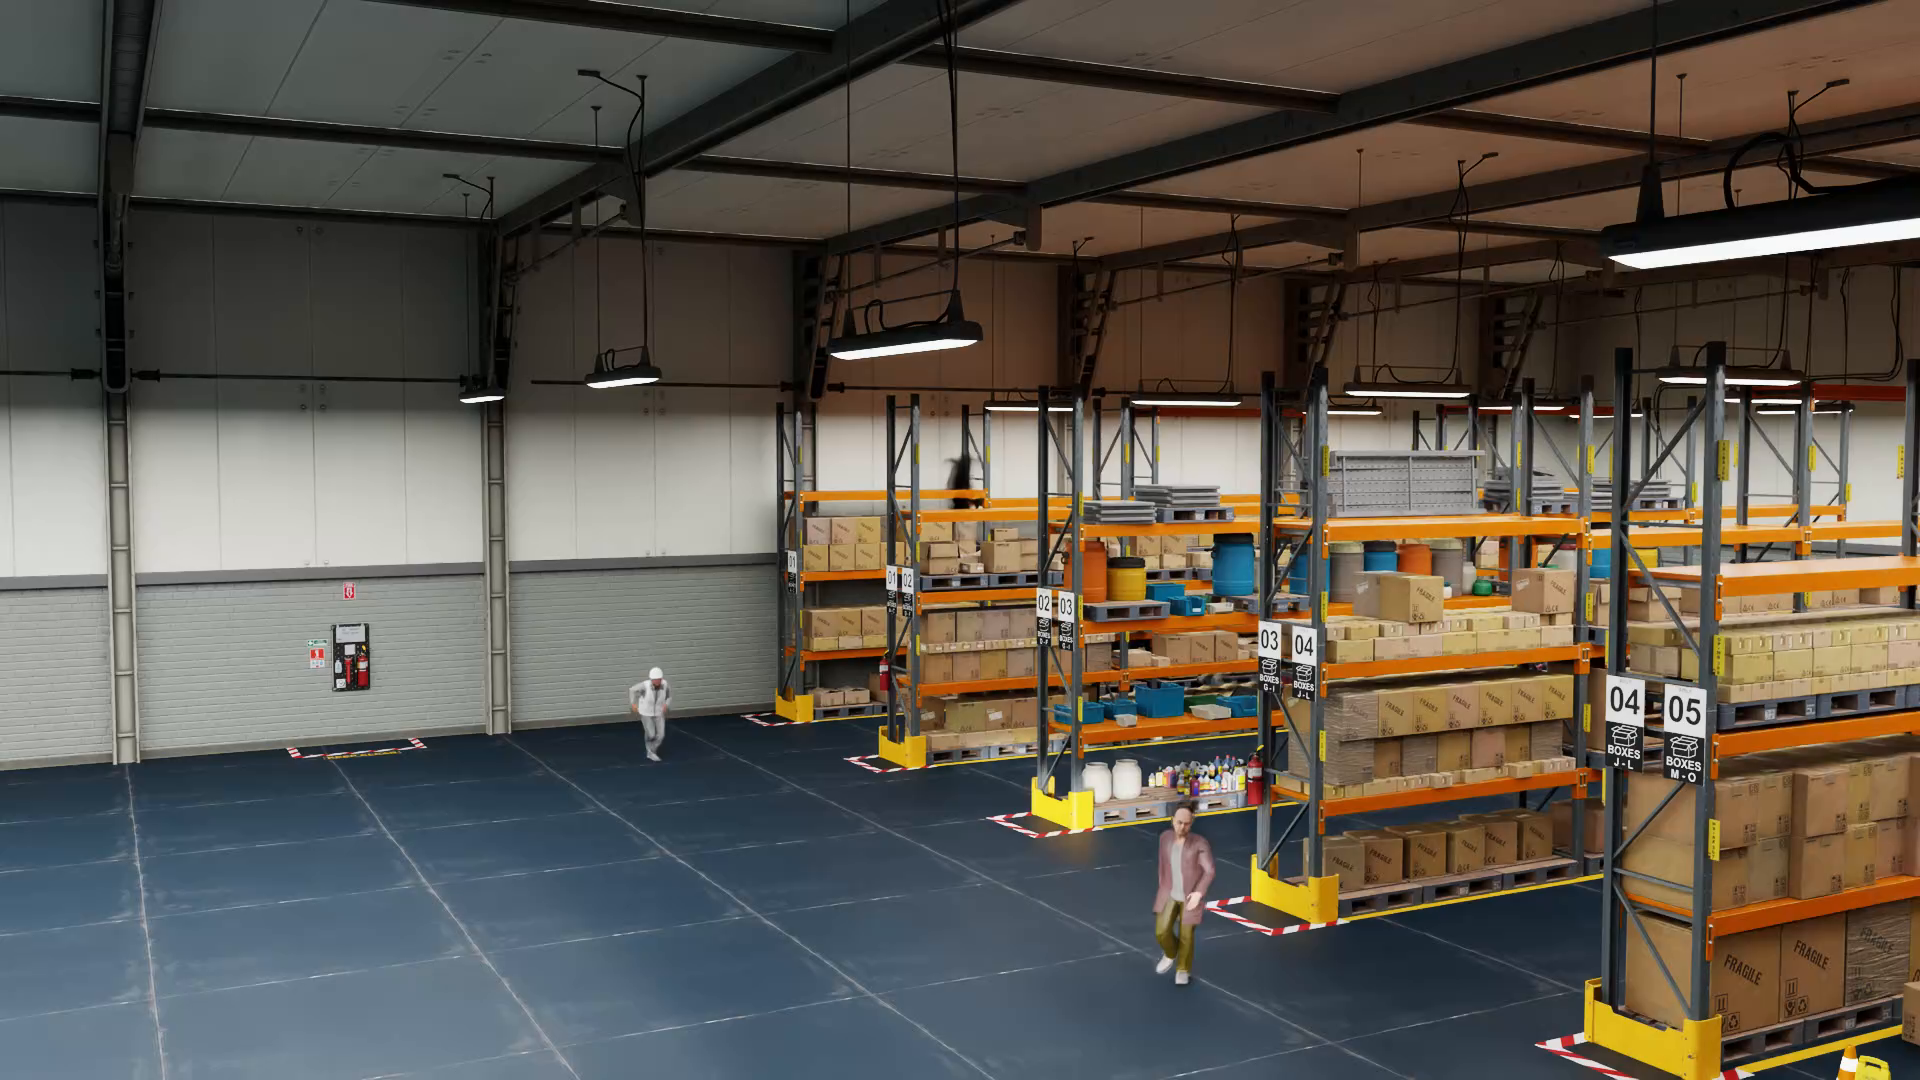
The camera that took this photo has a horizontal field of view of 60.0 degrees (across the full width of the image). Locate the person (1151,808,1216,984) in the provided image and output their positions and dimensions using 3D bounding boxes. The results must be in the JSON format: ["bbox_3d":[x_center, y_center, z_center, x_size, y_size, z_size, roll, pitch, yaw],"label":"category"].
[{"bbox_3d":[2.109,3.398,15.812,0.686,1.737,0.847,1,4,24],"label":"person"}]

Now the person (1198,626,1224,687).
[{"bbox_3d":[5.001,2.411,32.892,0.702,1.781,0.643,-3,4,-40],"label":"person"}]

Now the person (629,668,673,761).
[{"bbox_3d":[-5.034,2.844,27.113,0.680,1.589,0.839,-1,3,-22],"label":"person"}]
